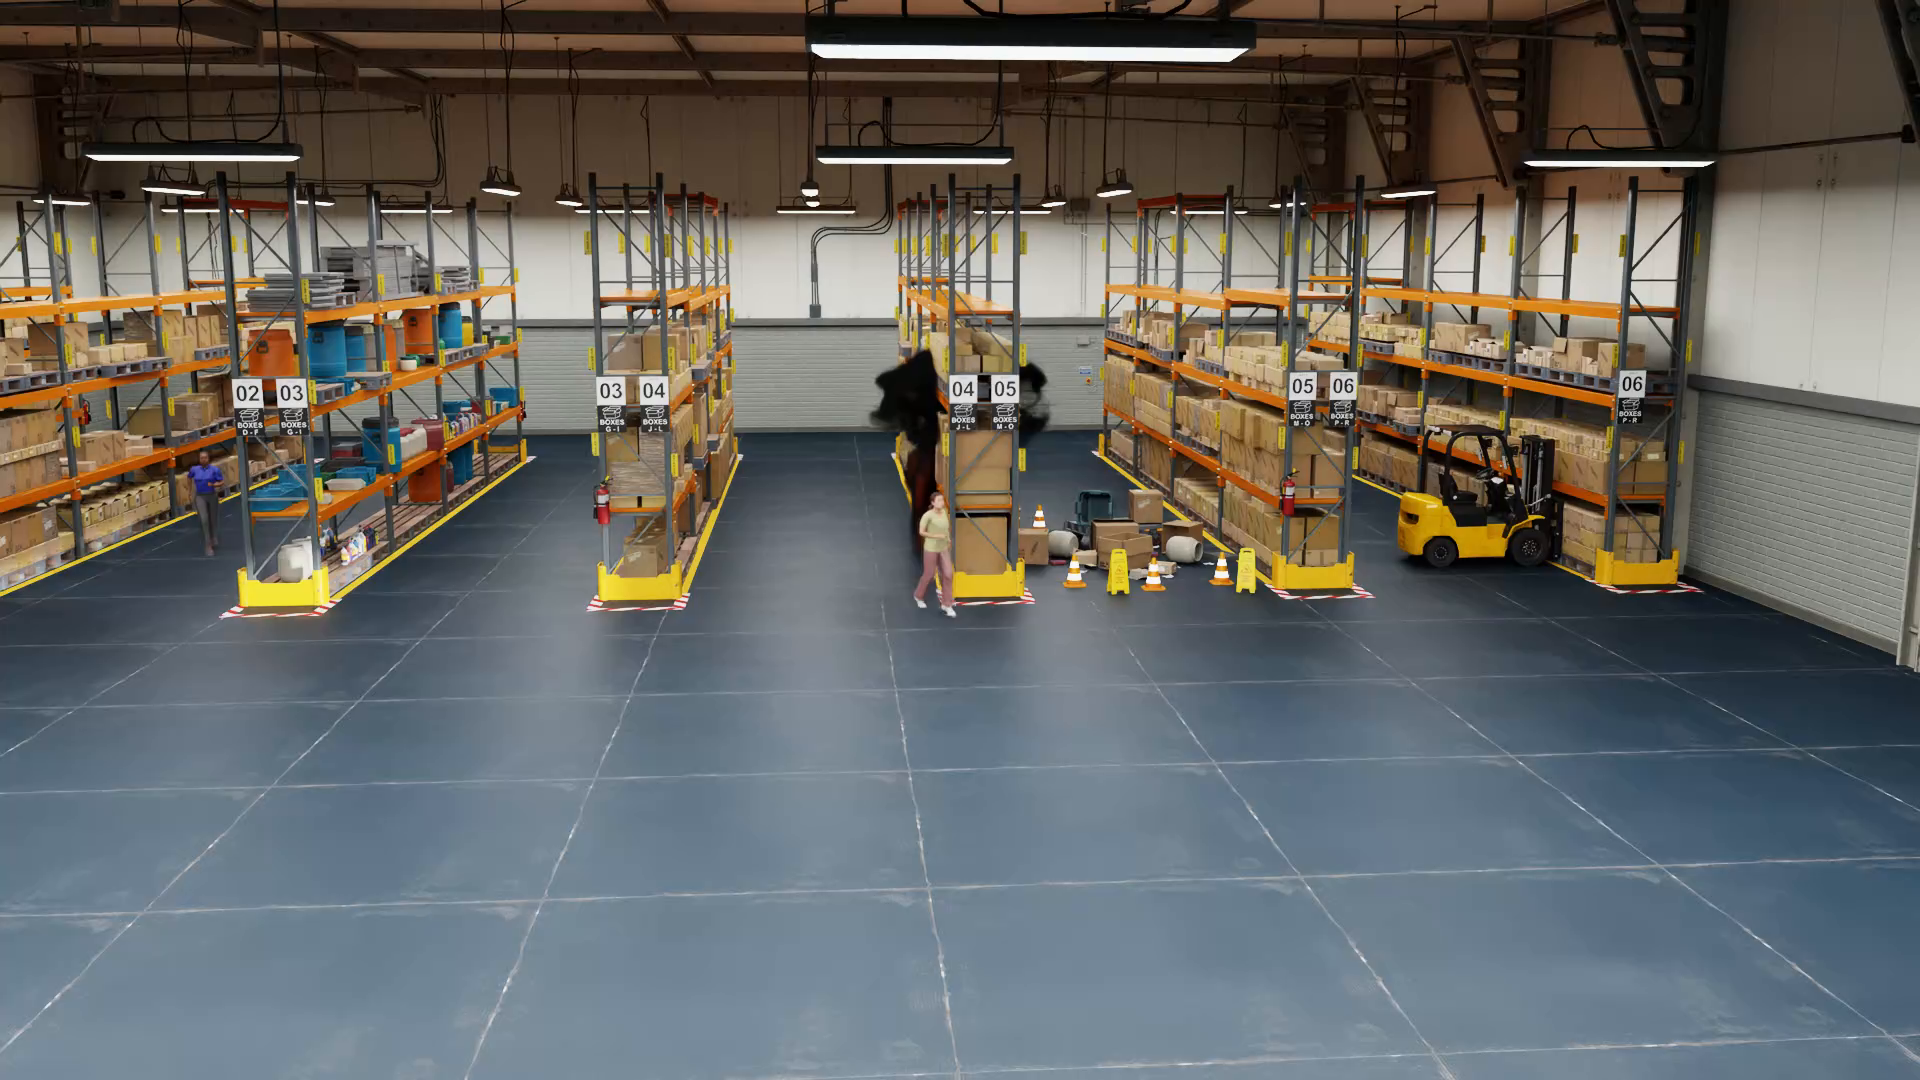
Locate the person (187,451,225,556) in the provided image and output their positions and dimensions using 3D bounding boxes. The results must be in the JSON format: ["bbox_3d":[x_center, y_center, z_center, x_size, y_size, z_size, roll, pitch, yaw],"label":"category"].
[{"bbox_3d":[-12.436,-0.641,27.477,0.559,1.676,0.900,-5,11,-26],"label":"person"}]

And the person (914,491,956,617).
[{"bbox_3d":[-0.344,0.177,22.904,0.590,1.721,0.790,-8,13,-37],"label":"person"}]
